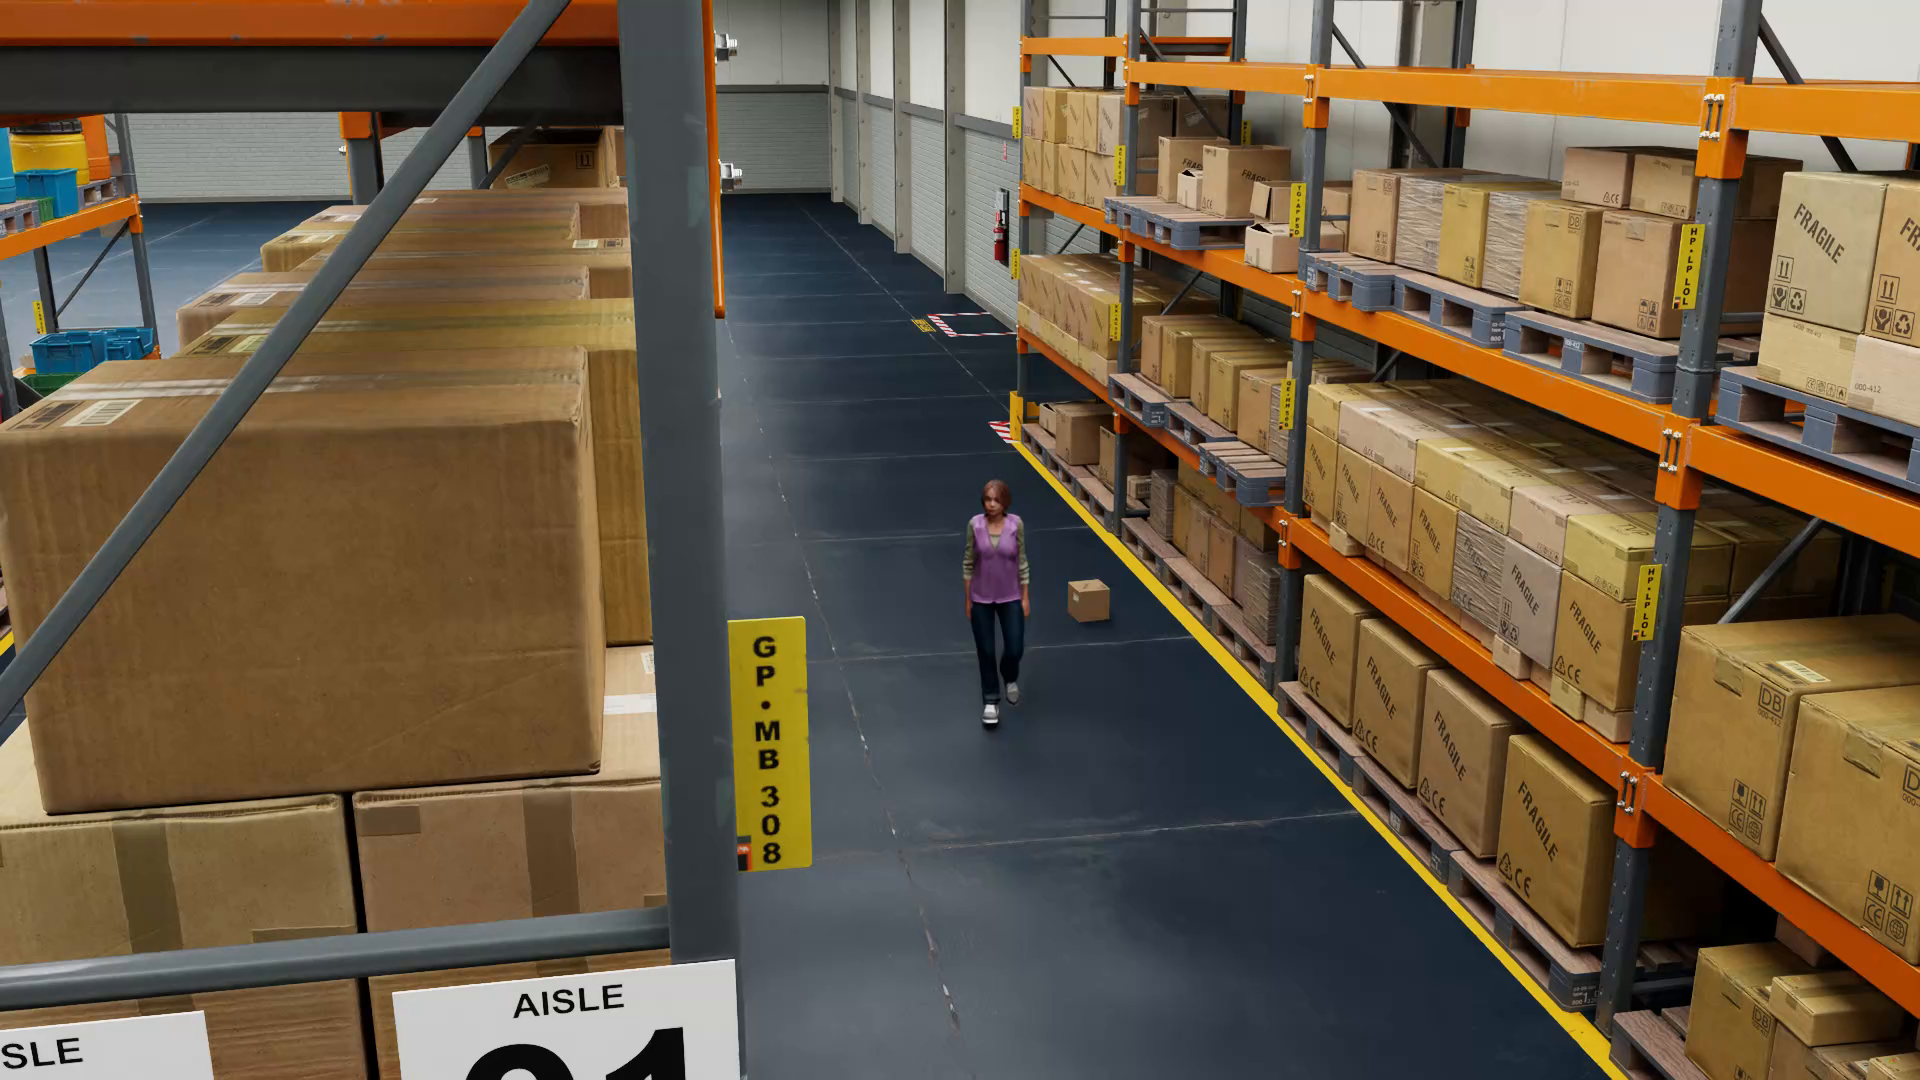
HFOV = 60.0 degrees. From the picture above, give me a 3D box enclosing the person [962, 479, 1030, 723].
[{"bbox_3d":[0.232,0.385,10.668,0.435,1.594,0.442,1,17,4],"label":"person"}]
